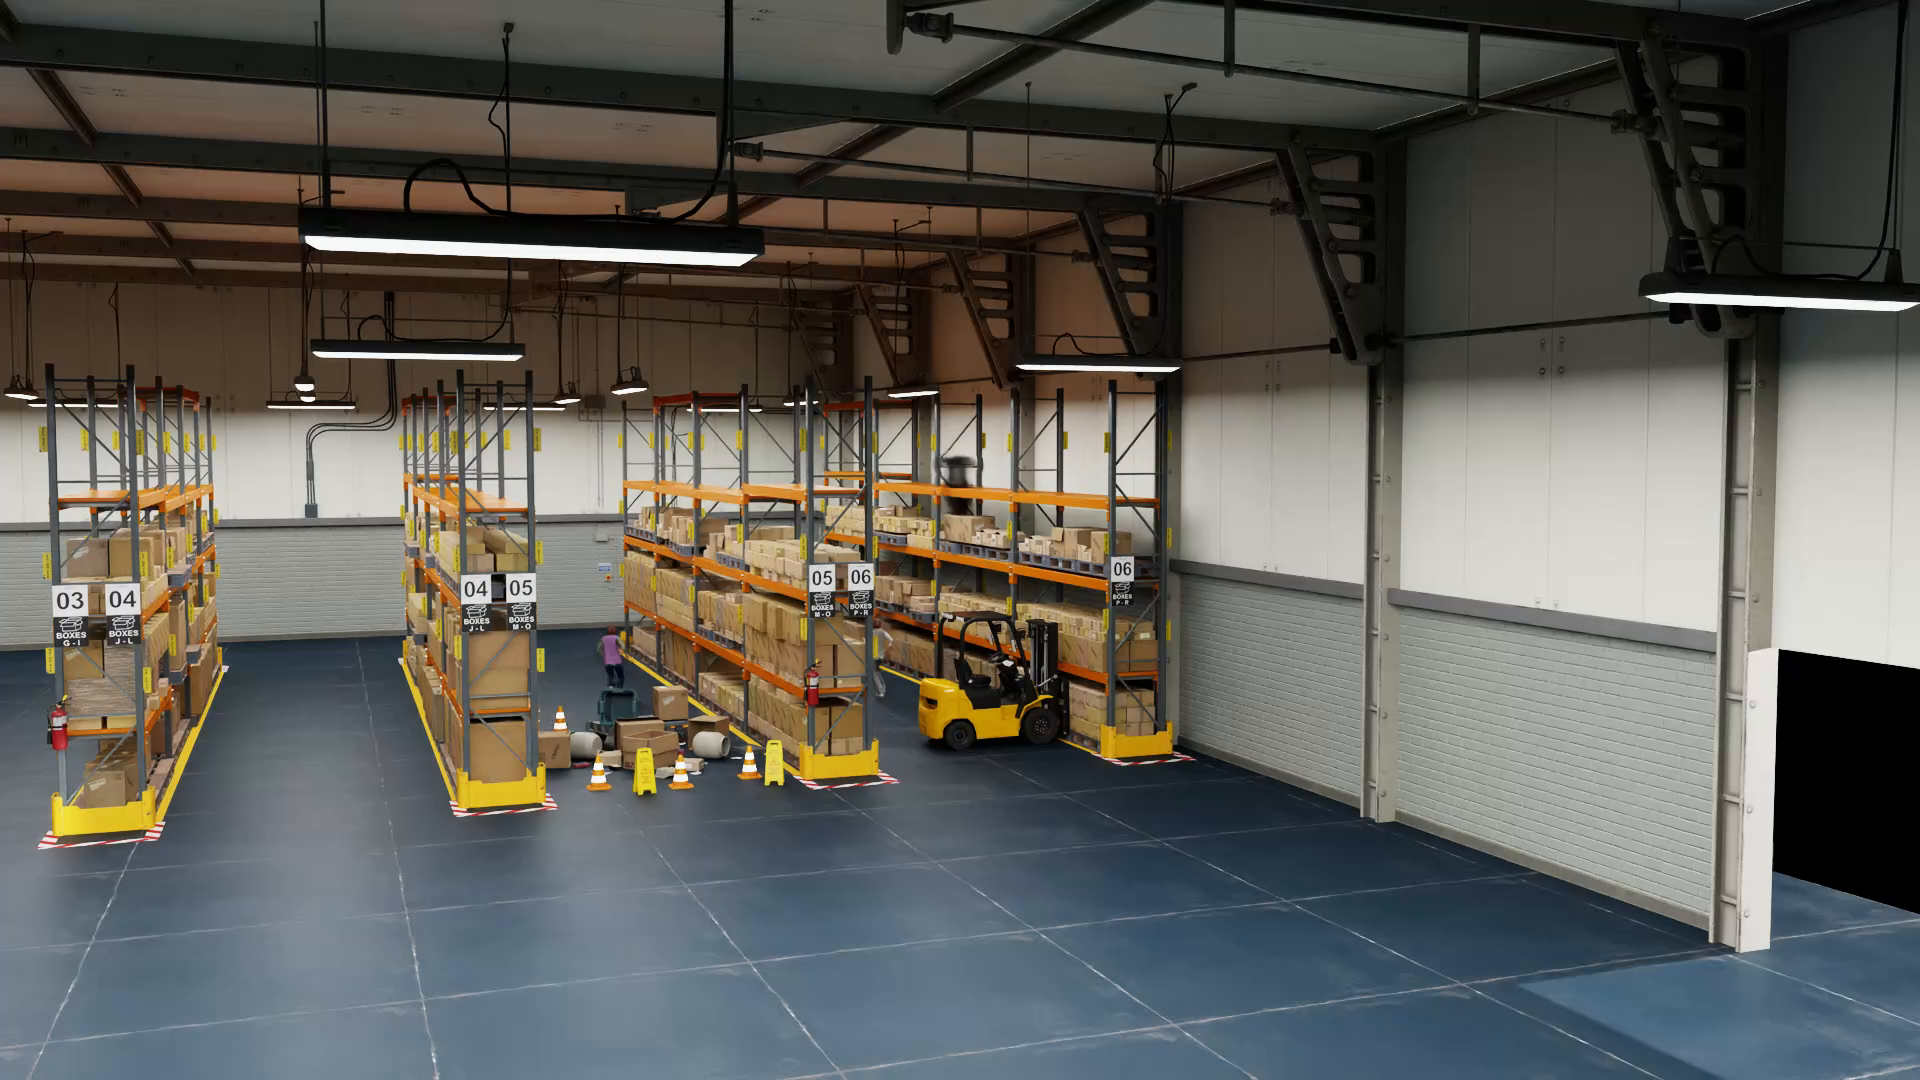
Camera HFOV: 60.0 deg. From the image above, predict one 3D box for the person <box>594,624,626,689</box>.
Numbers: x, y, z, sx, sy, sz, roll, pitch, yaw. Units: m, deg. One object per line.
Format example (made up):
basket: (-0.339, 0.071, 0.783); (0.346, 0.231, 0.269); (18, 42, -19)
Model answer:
person: (-6.776, 2.390, 32.282); (0.619, 1.486, 0.508); (0, 3, -1)

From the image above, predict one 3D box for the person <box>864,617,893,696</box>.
person: (-1.667, 2.299, 32.709); (0.501, 1.566, 0.656); (-2, 4, -34)
